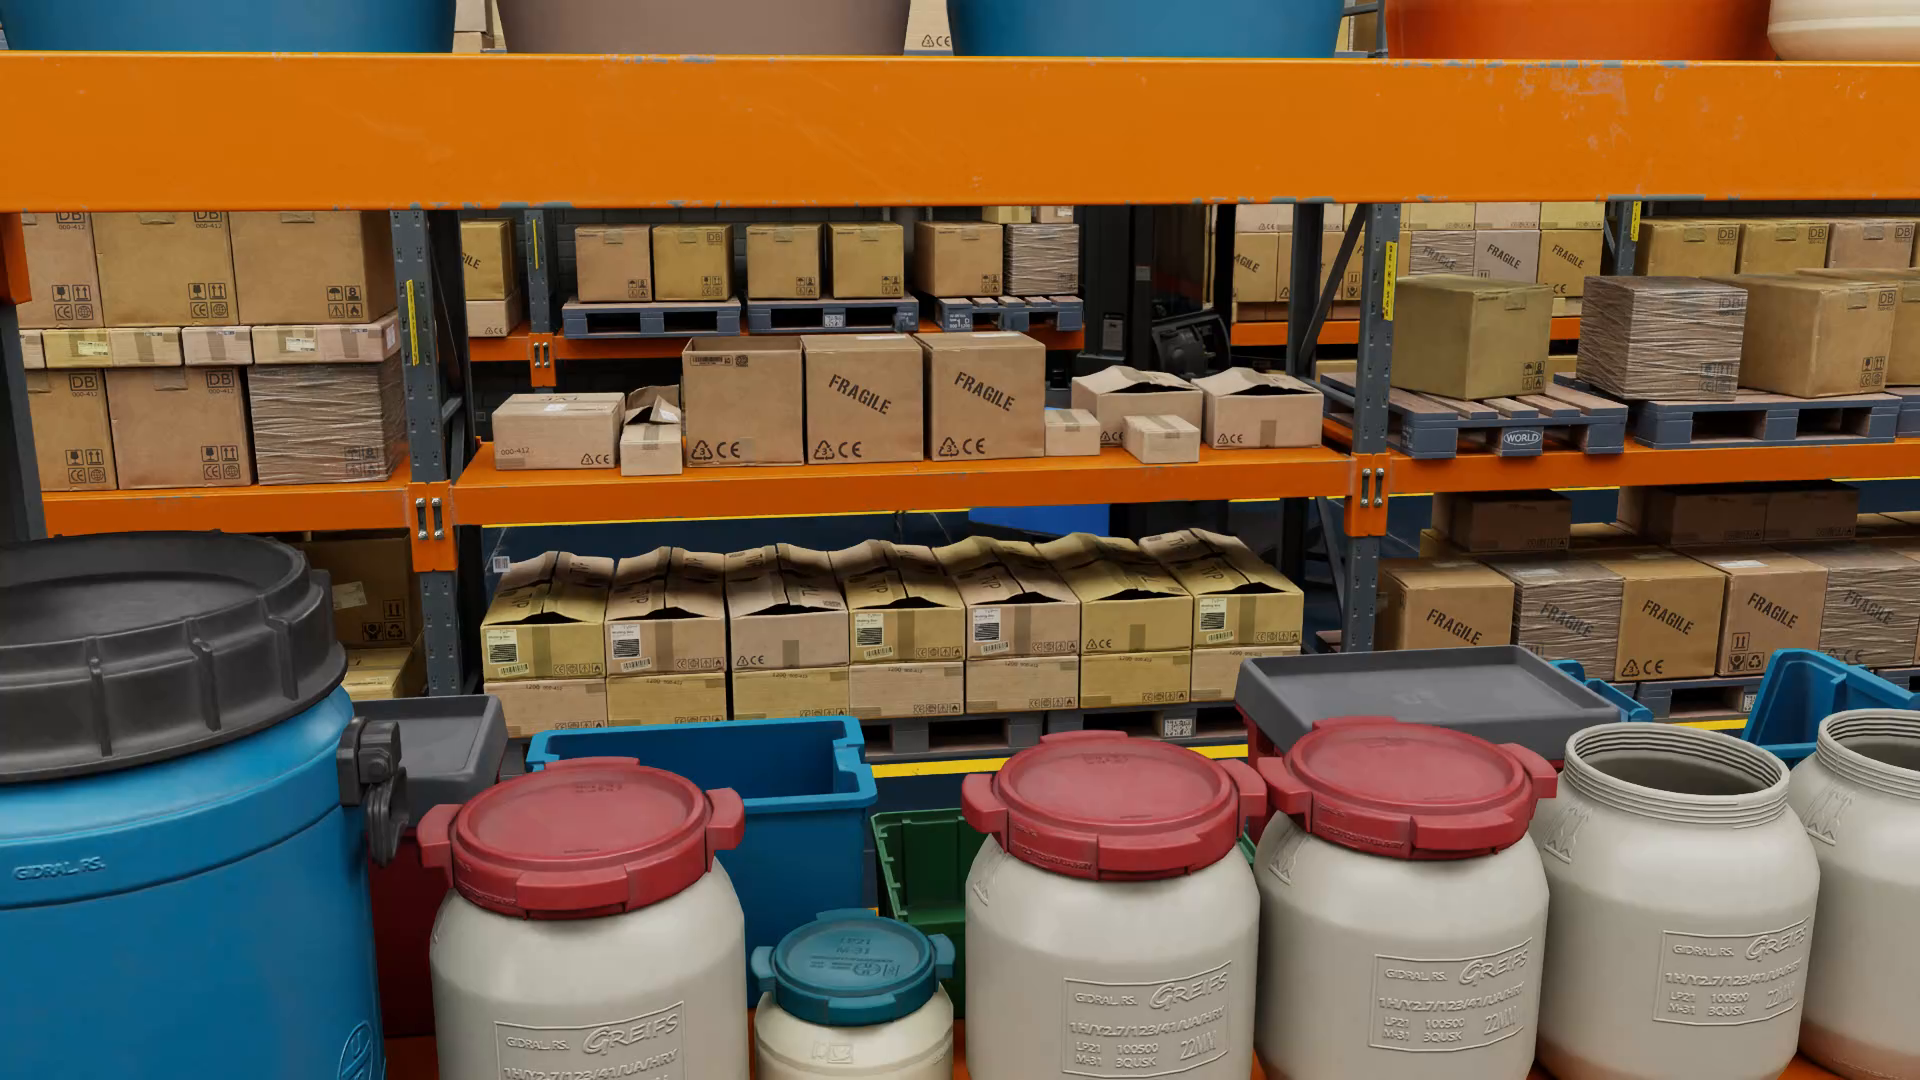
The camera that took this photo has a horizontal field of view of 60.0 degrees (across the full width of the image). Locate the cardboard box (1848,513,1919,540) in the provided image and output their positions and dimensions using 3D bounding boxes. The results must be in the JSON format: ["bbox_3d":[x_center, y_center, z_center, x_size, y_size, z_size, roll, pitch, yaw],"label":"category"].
[{"bbox_3d":[4.649,0.167,8.624,0.500,0.500,0.500,-2,14,-7],"label":"cardboard box"}]

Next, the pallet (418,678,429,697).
[{"bbox_3d":[-3.014,0.848,7.406,1.213,0.211,1.003,-2,14,-8],"label":"pallet"}]

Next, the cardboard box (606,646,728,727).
[{"bbox_3d":[-1.280,0.634,7.318,0.500,0.250,0.500,-2,14,-7],"label":"cardboard box"}]

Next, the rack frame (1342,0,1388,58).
[{"bbox_3d":[1.734,-3.578,6.990,0.127,3.000,1.000,-2,14,-8],"label":"rack frame"}]

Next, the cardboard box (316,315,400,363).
[{"bbox_3d":[-2.458,-0.825,6.806,0.250,0.149,0.380,-2,14,-8],"label":"cardboard box"}]

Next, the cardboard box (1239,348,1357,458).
[{"bbox_3d":[2.606,-1.046,12.782,0.750,0.750,0.750,-2,14,-9],"label":"cardboard box"}]

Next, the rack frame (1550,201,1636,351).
[{"bbox_3d":[4.948,-2.005,13.049,0.127,3.000,1.000,-2,14,-8],"label":"rack frame"}]

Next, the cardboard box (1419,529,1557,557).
[{"bbox_3d":[2.624,0.241,8.331,0.500,0.500,0.500,-2,14,-6],"label":"cardboard box"}]

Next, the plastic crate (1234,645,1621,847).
[{"bbox_3d":[0.825,0.477,3.020,0.583,0.464,0.402,-2,14,-8],"label":"plastic crate"}]

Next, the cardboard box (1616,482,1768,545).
[{"bbox_3d":[3.690,-0.164,8.403,0.500,0.250,0.500,-2,14,-9],"label":"cardboard box"}]

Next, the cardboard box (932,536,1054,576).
[{"bbox_3d":[0.150,0.177,7.985,0.500,0.311,0.500,-2,14,-10],"label":"cardboard box"}]

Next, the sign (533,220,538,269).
[{"bbox_3d":[-2.874,-2.004,11.268,0.005,0.325,0.100,-2,14,-8],"label":"sign"}]

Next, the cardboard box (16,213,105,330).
[{"bbox_3d":[-3.654,-1.147,6.756,0.500,0.500,0.700,-2,14,-8],"label":"cardboard box"}]

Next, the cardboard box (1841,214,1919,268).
[{"bbox_3d":[7.683,-2.245,13.391,0.700,0.700,0.980,-2,14,-9],"label":"cardboard box"}]

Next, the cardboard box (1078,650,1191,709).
[{"bbox_3d":[0.741,0.559,7.615,0.500,0.250,0.500,-2,14,-9],"label":"cardboard box"}]

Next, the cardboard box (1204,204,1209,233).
[{"bbox_3d":[1.508,-2.381,12.151,0.500,0.250,0.500,-2,14,-7],"label":"cardboard box"}]

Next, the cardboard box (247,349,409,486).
[{"bbox_3d":[-2.659,-0.554,7.059,0.500,0.500,0.700,-2,14,-10],"label":"cardboard box"}]

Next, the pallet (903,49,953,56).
[{"bbox_3d":[-0.029,-1.944,7.030,1.213,0.211,1.003,-1,14,-6],"label":"pallet"}]

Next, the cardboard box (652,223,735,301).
[{"bbox_3d":[-1.901,-2.005,11.942,0.500,0.500,0.700,-1,14,-3],"label":"cardboard box"}]

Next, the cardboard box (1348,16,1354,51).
[{"bbox_3d":[3.016,-3.677,12.443,0.500,0.500,0.700,-2,14,-8],"label":"cardboard box"}]

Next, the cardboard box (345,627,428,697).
[{"bbox_3d":[-2.725,0.551,7.649,0.500,0.250,0.500,-2,14,-8],"label":"cardboard box"}]

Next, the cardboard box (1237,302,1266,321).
[{"bbox_3d":[2.109,-1.739,12.464,0.250,0.149,0.380,-2,14,-9],"label":"cardboard box"}]

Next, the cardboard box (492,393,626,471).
[{"bbox_3d":[-1.741,-0.479,7.273,0.500,0.250,0.500,-1,14,-5],"label":"cardboard box"}]

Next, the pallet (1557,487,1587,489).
[{"bbox_3d":[4.196,-0.606,13.204,1.213,0.211,1.003,-2,14,-8],"label":"pallet"}]

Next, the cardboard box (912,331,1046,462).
[{"bbox_3d":[0.077,-0.652,7.450,0.500,0.500,0.500,-3,14,-11],"label":"cardboard box"}]

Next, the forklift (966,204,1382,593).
[{"bbox_3d":[1.545,-1.146,9.765,3.031,2.935,1.130,9,17,33],"label":"forklift"}]

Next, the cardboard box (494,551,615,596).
[{"bbox_3d":[-1.863,0.251,7.690,0.500,0.311,0.500,-2,14,-8],"label":"cardboard box"}]

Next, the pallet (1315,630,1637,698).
[{"bbox_3d":[2.478,0.666,8.131,1.213,0.211,1.003,-2,14,-8],"label":"pallet"}]

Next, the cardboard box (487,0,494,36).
[{"bbox_3d":[-3.490,-3.764,11.595,0.500,0.500,0.500,-2,14,-7],"label":"cardboard box"}]

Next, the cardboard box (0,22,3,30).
[{"bbox_3d":[-3.868,-2.271,6.579,0.637,0.503,0.797,-1,14,-2],"label":"cardboard box"}]

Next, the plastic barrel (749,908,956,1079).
[{"bbox_3d":[-0.155,0.724,2.451,0.301,0.262,0.301,0,14,0],"label":"plastic barrel"}]

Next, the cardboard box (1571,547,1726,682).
[{"bbox_3d":[3.241,0.346,7.911,0.500,0.500,0.500,-2,14,-9],"label":"cardboard box"}]

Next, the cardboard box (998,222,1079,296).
[{"bbox_3d":[0.529,-2.102,12.327,0.500,0.500,0.700,-4,15,-15],"label":"cardboard box"}]

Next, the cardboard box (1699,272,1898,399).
[{"bbox_3d":[3.952,-0.986,7.920,0.500,0.500,0.700,-6,15,-23],"label":"cardboard box"}]

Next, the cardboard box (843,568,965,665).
[{"bbox_3d":[-0.255,0.324,7.401,0.500,0.311,0.500,-2,14,-7],"label":"cardboard box"}]

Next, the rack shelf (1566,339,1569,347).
[{"bbox_3d":[6.926,-1.728,13.425,4.000,0.370,1.077,-2,14,-8],"label":"rack shelf"}]

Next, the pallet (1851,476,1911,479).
[{"bbox_3d":[6.921,-0.706,13.602,1.213,0.211,1.003,-2,14,-8],"label":"pallet"}]

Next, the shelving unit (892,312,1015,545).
[{"bbox_3d":[-0.047,-0.732,11.058,0.755,1.500,0.431,-2,14,-9],"label":"shelving unit"}]

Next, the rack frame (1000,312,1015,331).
[{"bbox_3d":[0.314,-0.747,11.117,0.023,1.500,0.400,-2,14,-9],"label":"rack frame"}]

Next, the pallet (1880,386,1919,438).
[{"bbox_3d":[4.883,-0.717,8.310,1.213,0.211,1.003,-2,14,-8],"label":"pallet"}]

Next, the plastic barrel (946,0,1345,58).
[{"bbox_3d":[0.277,-1.148,2.435,0.708,0.901,0.600,-2,14,-8],"label":"plastic barrel"}]

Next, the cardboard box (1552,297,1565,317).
[{"bbox_3d":[4.410,-1.797,12.697,0.250,0.149,0.380,-2,14,-7],"label":"cardboard box"}]

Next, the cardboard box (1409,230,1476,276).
[{"bbox_3d":[3.528,-2.093,12.542,0.500,0.500,0.500,-2,14,-8],"label":"cardboard box"}]

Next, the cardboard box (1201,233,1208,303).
[{"bbox_3d":[1.511,-2.018,12.244,0.500,0.500,0.500,-2,14,-7],"label":"cardboard box"}]

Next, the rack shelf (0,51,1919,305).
[{"bbox_3d":[0.491,-0.605,2.378,3.809,0.124,0.919,-2,14,-8],"label":"rack shelf"}]

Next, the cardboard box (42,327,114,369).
[{"bbox_3d":[-3.465,-0.789,6.661,0.250,0.149,0.380,-2,14,-9],"label":"cardboard box"}]

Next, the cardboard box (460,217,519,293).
[{"bbox_3d":[-3.459,-2.049,11.950,0.500,0.500,0.500,-2,14,-10],"label":"cardboard box"}]

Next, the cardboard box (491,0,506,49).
[{"bbox_3d":[-1.610,-2.129,6.824,0.500,0.250,0.500,-1,14,-2],"label":"cardboard box"}]

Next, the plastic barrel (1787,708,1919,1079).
[{"bbox_3d":[1.483,0.558,2.601,0.421,0.512,0.421,0,14,0],"label":"plastic barrel"}]
